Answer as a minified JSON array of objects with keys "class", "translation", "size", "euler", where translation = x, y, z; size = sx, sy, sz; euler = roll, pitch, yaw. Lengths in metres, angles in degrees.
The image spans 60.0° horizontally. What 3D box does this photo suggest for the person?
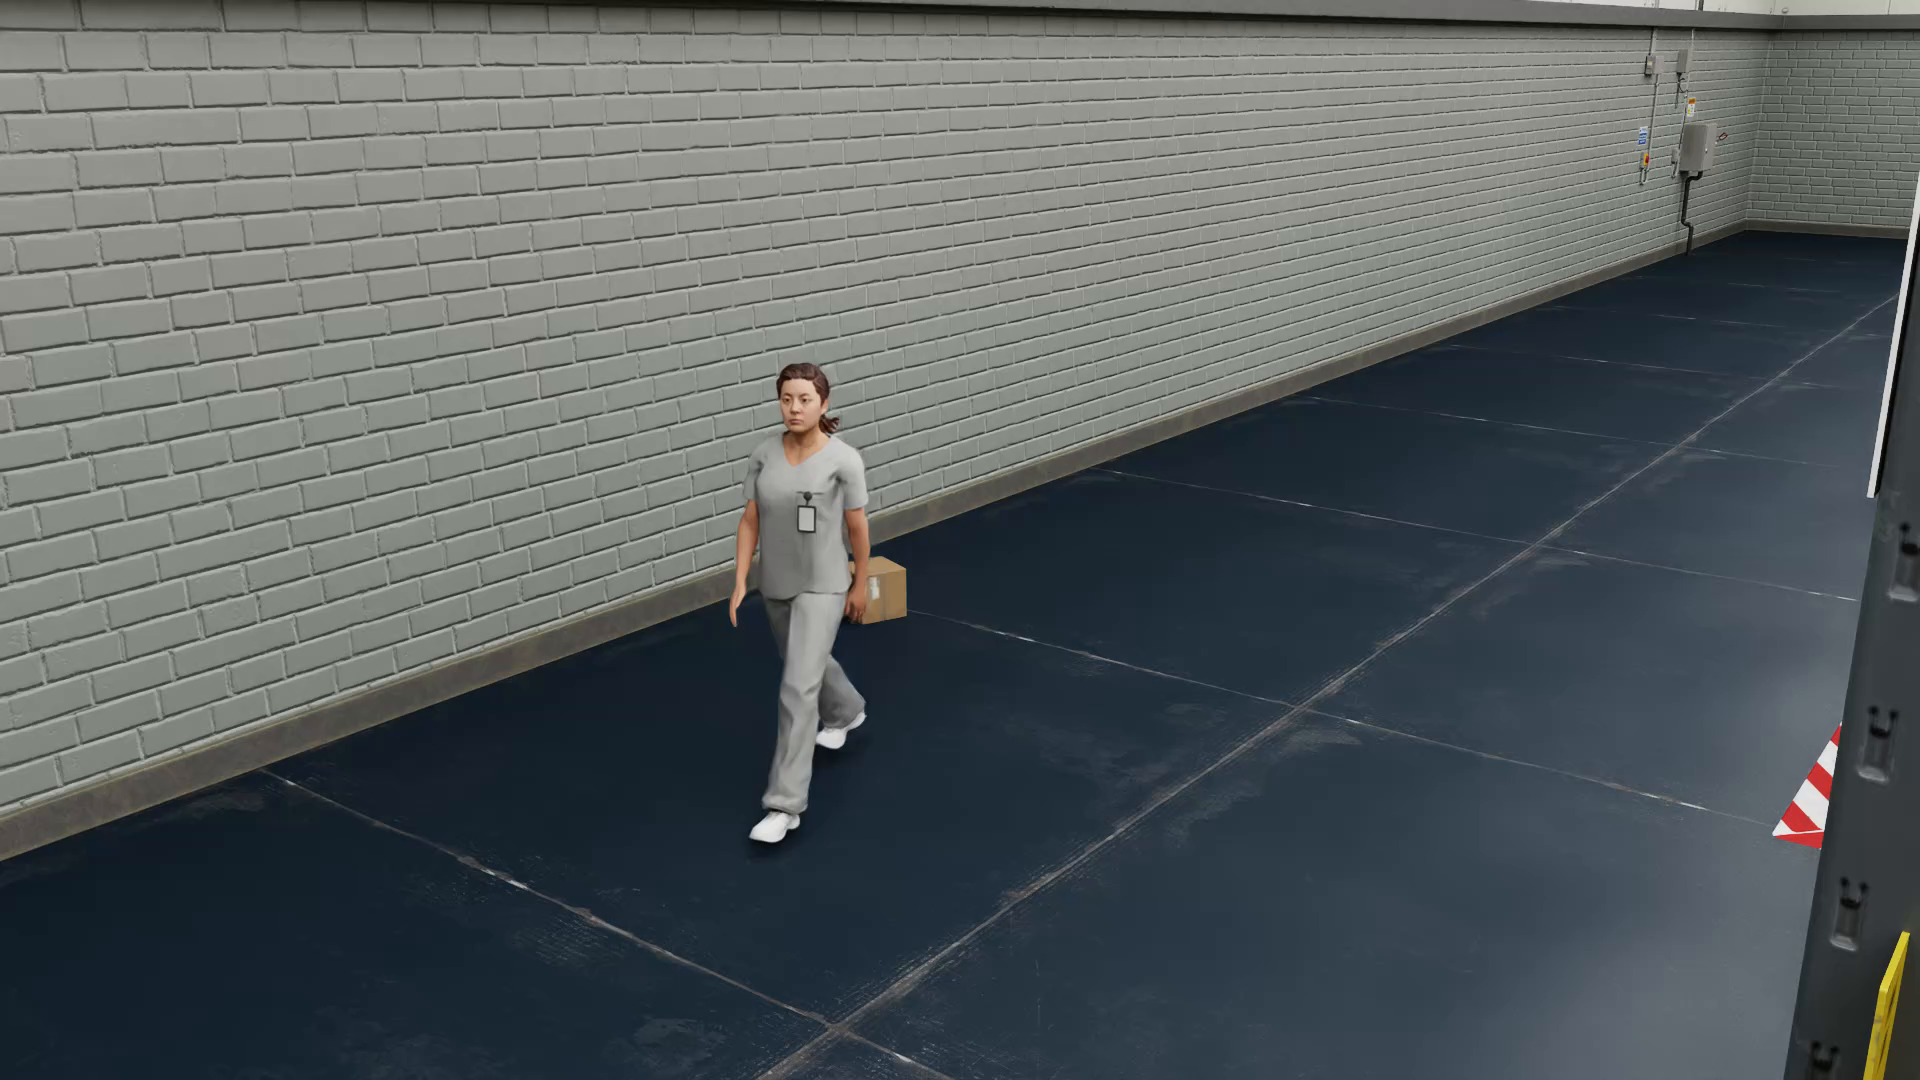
[{"class":"person","translation":[-0.568,0.167,5.986],"size":[0.444,1.618,1.046],"euler":[7,18,23]}]
